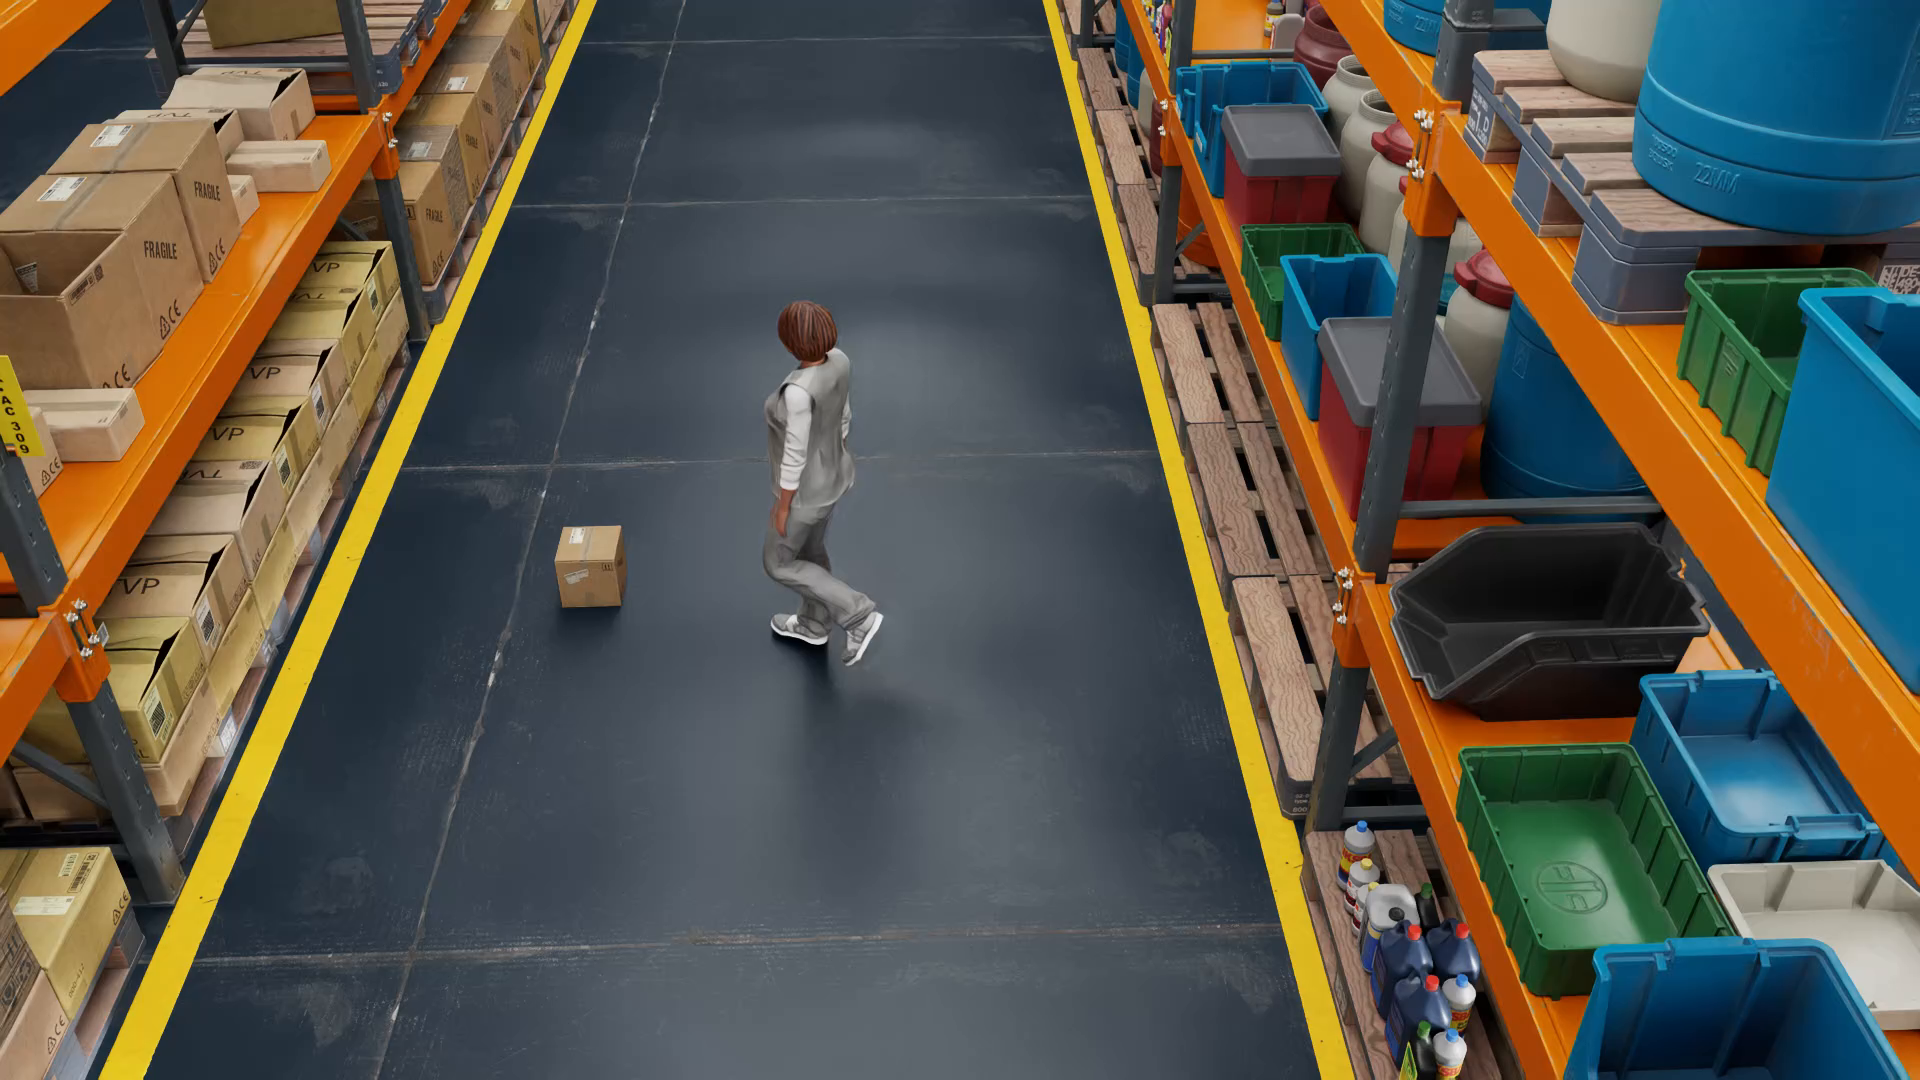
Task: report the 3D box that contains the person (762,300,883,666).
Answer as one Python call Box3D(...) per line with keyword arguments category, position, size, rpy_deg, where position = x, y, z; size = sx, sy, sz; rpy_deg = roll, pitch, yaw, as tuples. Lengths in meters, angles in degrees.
Box3D(category="person", position=(-0.547, -0.202, 6.413), size=(0.557, 1.582, 0.439), rpy_deg=(14, 38, 18))
